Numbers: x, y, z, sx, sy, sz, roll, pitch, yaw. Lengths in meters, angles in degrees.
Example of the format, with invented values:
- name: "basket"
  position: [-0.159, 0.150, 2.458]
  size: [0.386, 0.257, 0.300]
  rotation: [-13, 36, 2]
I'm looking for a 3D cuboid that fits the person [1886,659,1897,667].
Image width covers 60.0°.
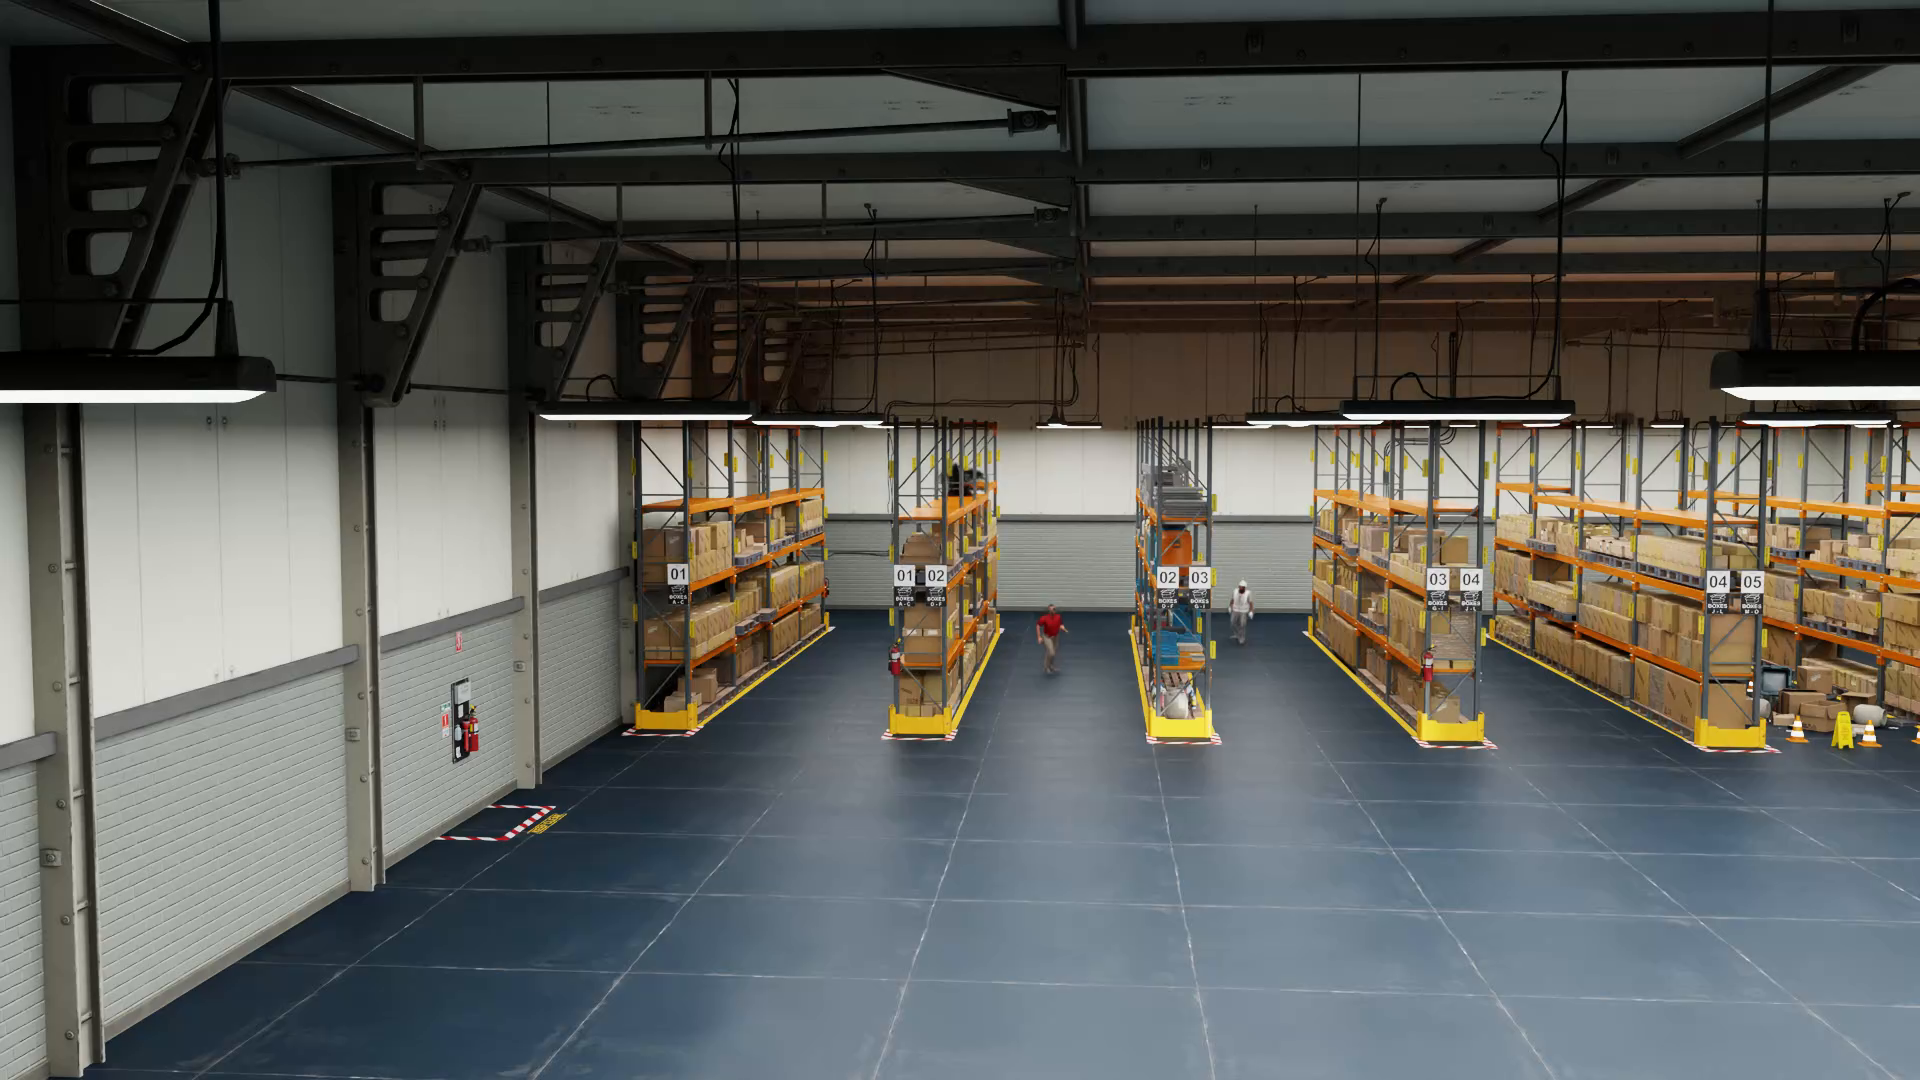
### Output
- name: "person"
  position: [22.579, 2.222, 39.685]
  size: [0.691, 1.752, 1.063]
  rotation: [-1, 4, -10]

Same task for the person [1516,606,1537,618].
- name: "person"
  position: [16.498, 1.696, 48.490]
  size: [0.940, 1.683, 0.557]
  rotation: [-3, 5, -34]

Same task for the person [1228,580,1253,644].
- name: "person"
  position: [7.563, 1.930, 44.824]
  size: [0.746, 1.730, 0.630]
  rotation: [2, 4, 23]

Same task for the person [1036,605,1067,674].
- name: "person"
  position: [2.193, 2.369, 39.346]
  size: [0.692, 1.695, 0.832]
  rotation: [-3, 5, -39]
